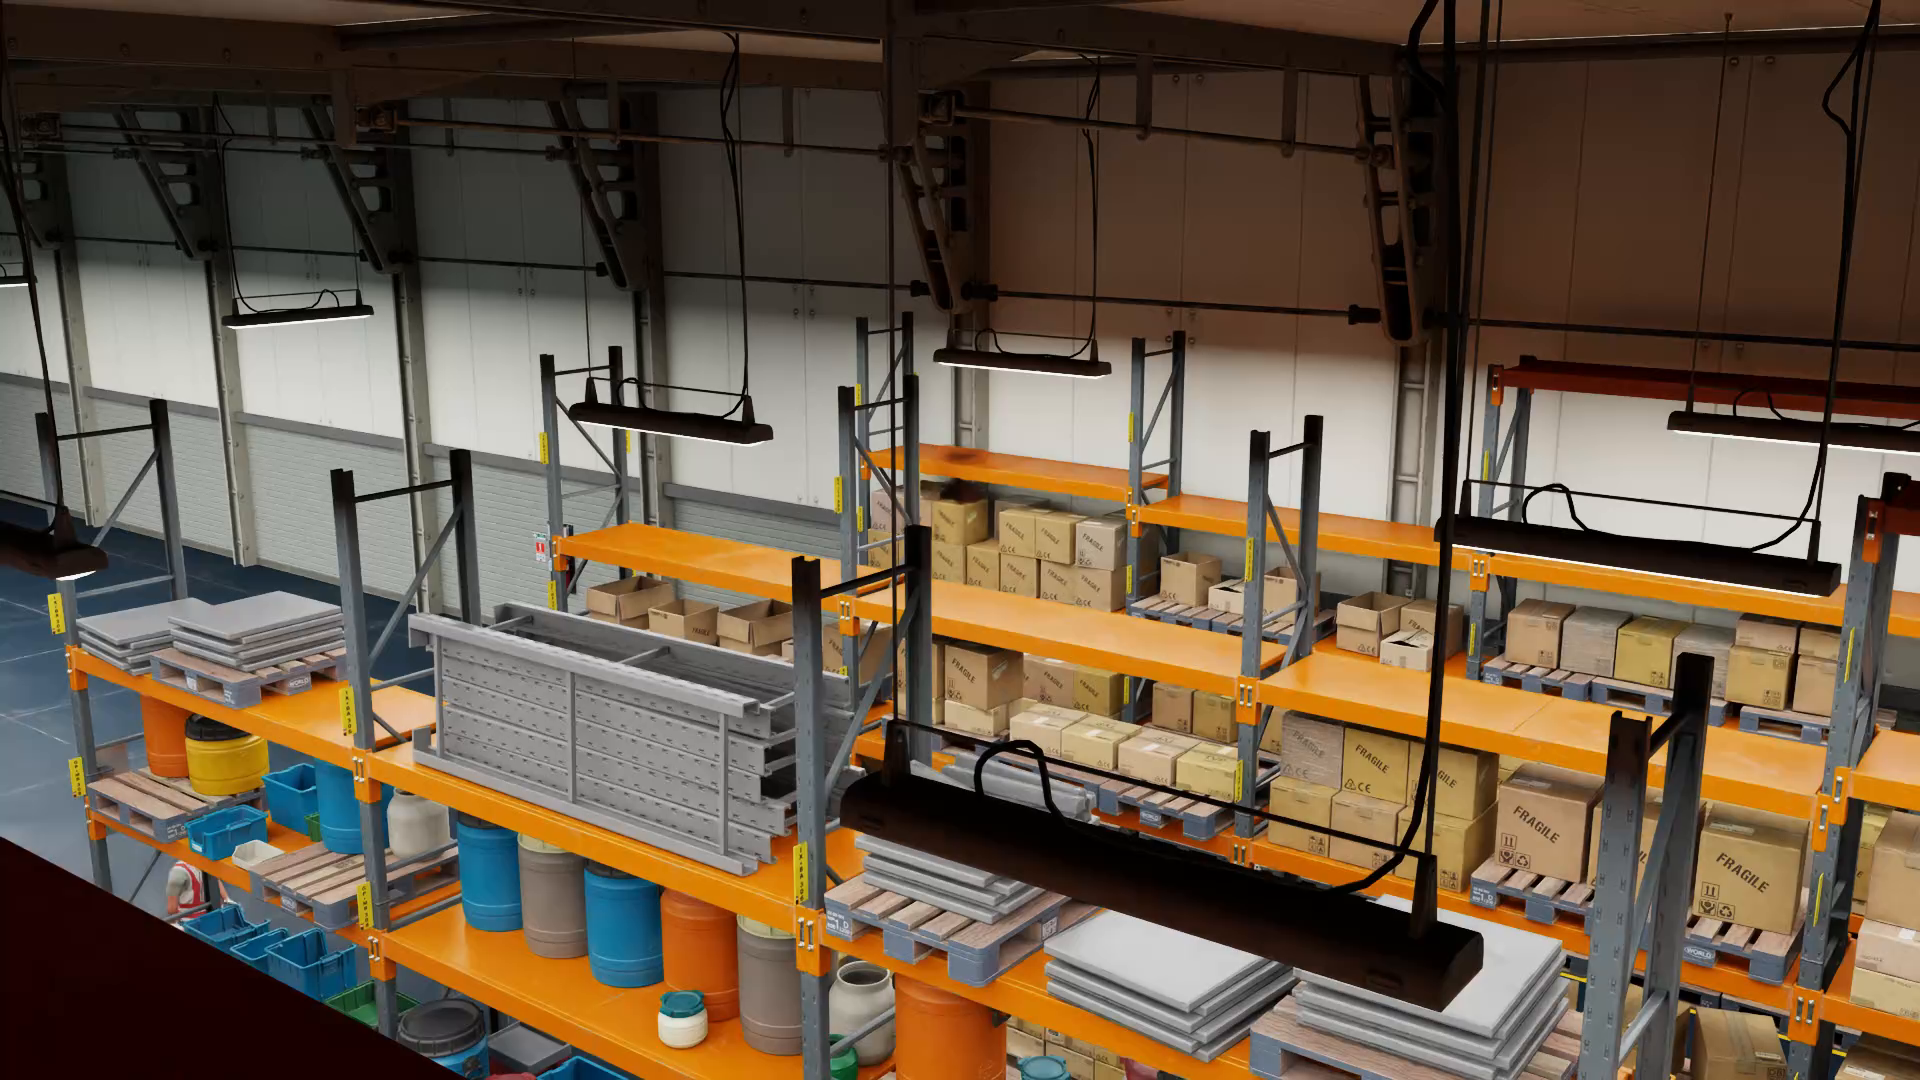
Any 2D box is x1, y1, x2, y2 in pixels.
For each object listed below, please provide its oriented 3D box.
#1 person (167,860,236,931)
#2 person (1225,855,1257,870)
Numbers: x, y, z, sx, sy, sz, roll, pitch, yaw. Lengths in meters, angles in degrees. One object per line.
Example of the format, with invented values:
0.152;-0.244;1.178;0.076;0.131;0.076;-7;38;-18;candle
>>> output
-7.258;3.594;15.925;1.045;1.758;0.620;7;15;28;person
2.605;3.625;16.070;0.969;1.649;0.498;10;16;36;person
